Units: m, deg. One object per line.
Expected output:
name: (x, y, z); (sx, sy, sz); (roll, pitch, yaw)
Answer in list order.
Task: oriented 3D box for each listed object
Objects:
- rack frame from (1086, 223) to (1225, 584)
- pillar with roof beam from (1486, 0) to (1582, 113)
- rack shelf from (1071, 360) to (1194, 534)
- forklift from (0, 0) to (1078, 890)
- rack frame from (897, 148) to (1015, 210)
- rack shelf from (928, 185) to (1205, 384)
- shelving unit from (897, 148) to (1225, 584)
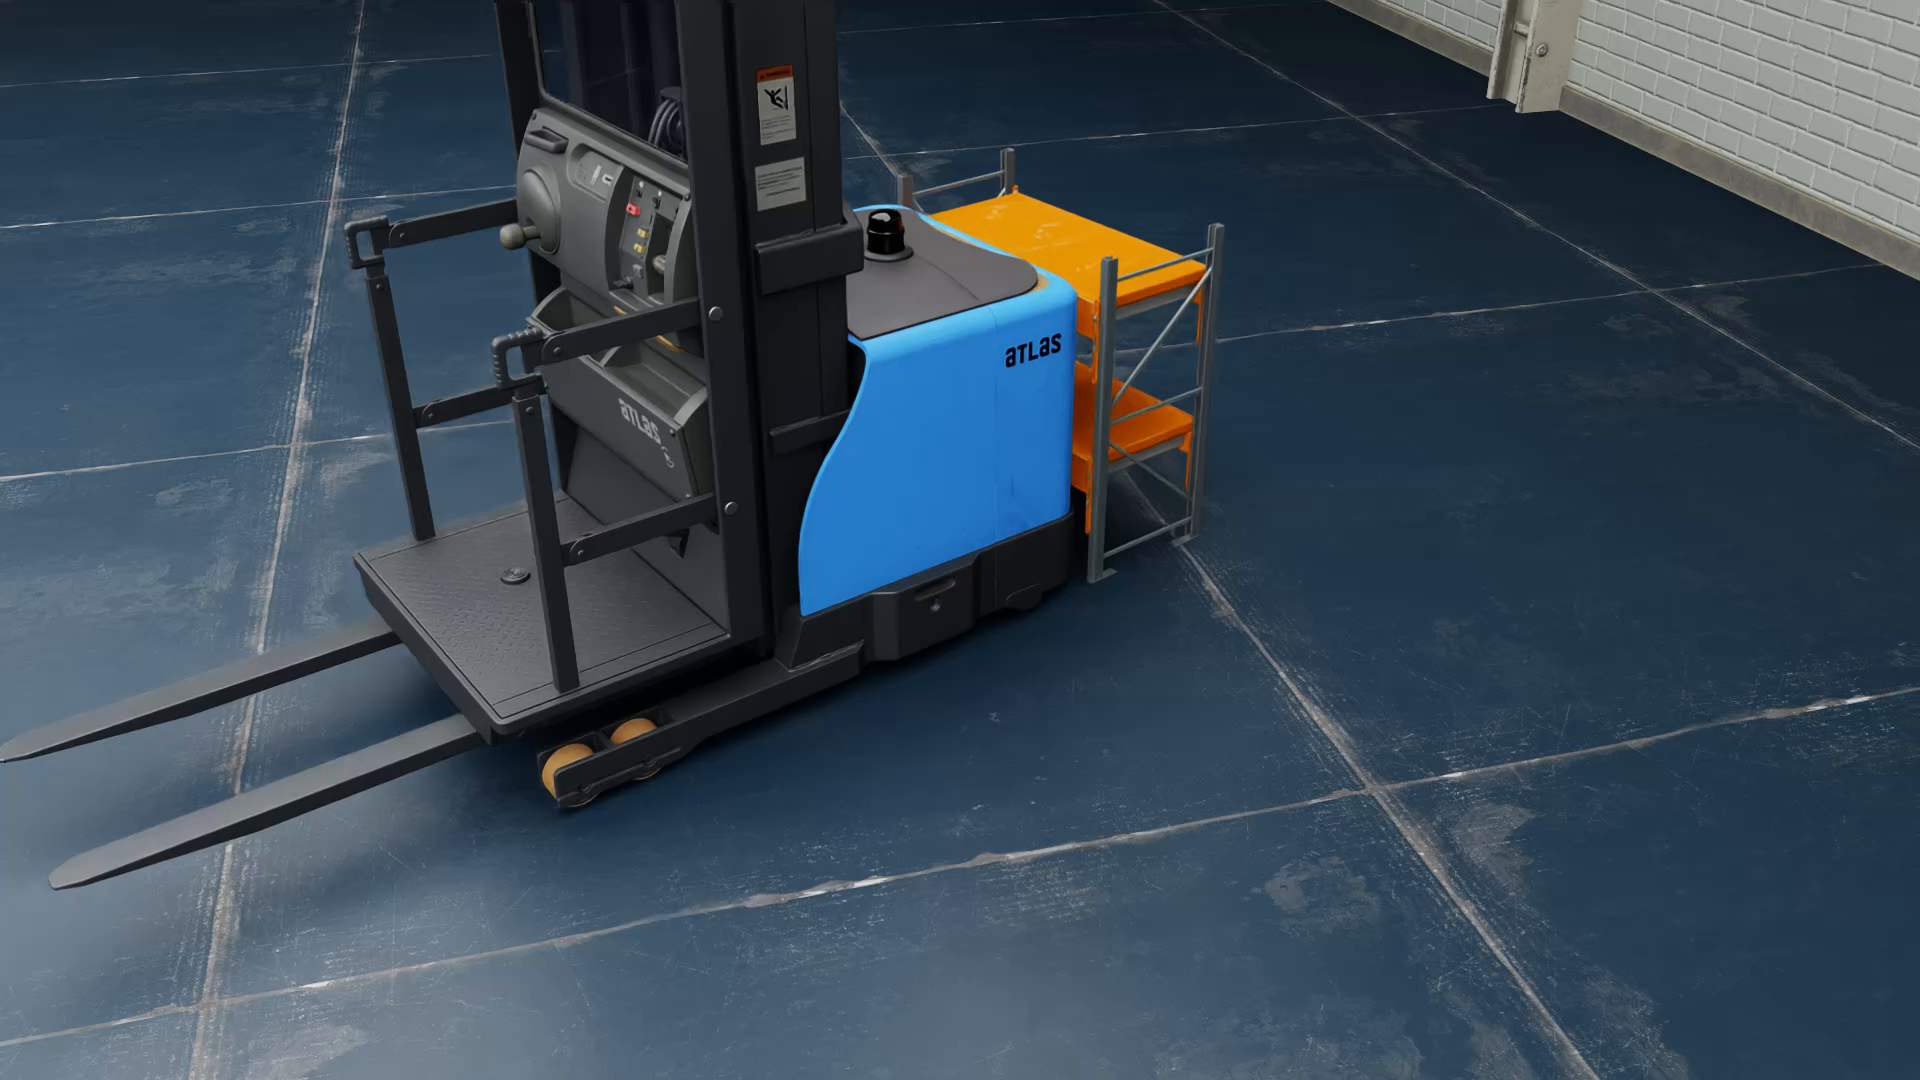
rack frame: (0.625, -0.426, 5.363); (0.500, 1.125, 0.032); (-22, 37, -33)
pillar with roof beam: (-0.579, -6.090, 7.288); (9.100, 9.000, 0.400); (-8, 31, -13)
rack shelf: (0.308, -0.413, 5.829); (0.538, 0.278, 1.000); (-22, 37, -33)
forklift: (-1.116, -0.848, 4.288); (3.031, 2.935, 1.130); (-21, 36, -31)
rack frame: (-0.009, -0.824, 6.051); (0.500, 1.125, 0.032); (-22, 37, -33)
rack shelf: (0.308, -0.878, 5.560); (0.538, 0.278, 1.000); (-22, 37, -33)
shelving unit: (0.308, -0.625, 5.707); (0.538, 1.125, 1.048); (-22, 37, -33)
